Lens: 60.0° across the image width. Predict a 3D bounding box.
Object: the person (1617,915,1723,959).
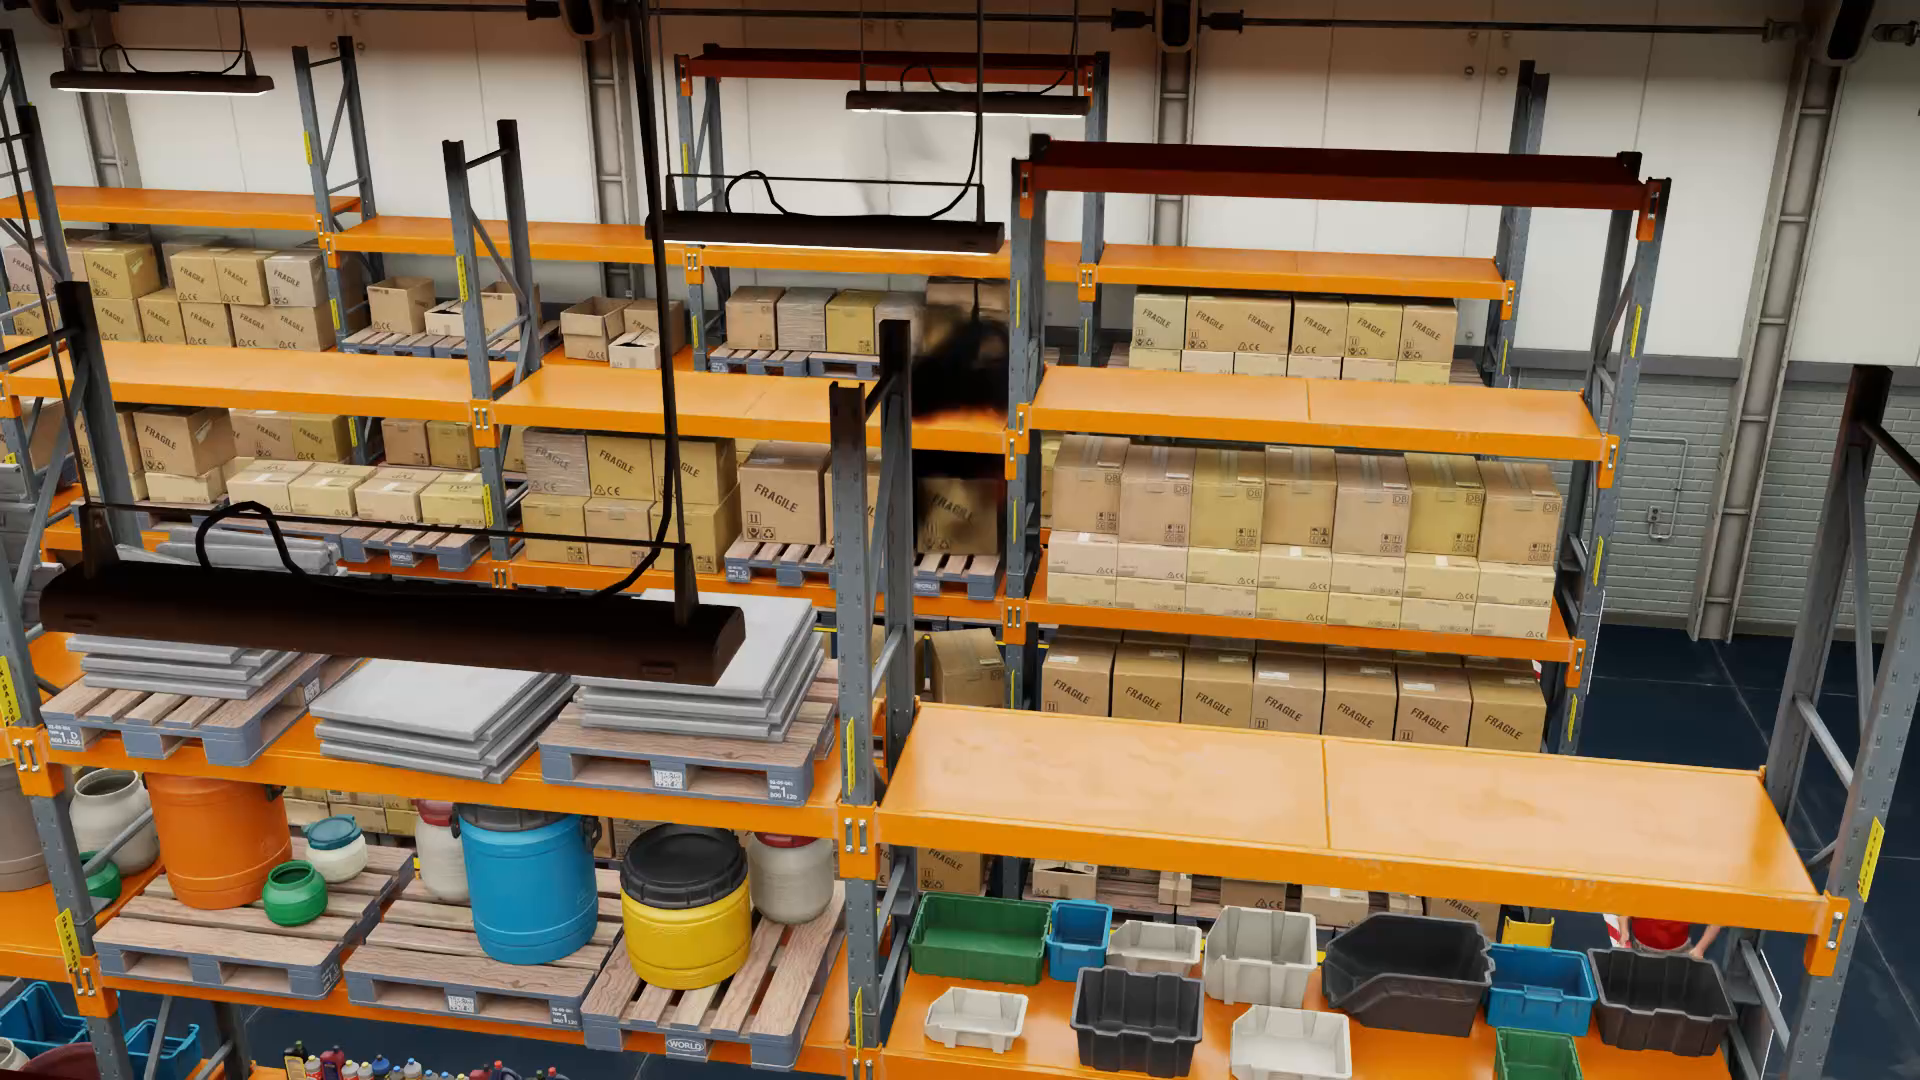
[{"bbox_3d":[4.792,2.868,11.469,0.590,1.690,0.719,-14,27,-29],"label":"person"}]
